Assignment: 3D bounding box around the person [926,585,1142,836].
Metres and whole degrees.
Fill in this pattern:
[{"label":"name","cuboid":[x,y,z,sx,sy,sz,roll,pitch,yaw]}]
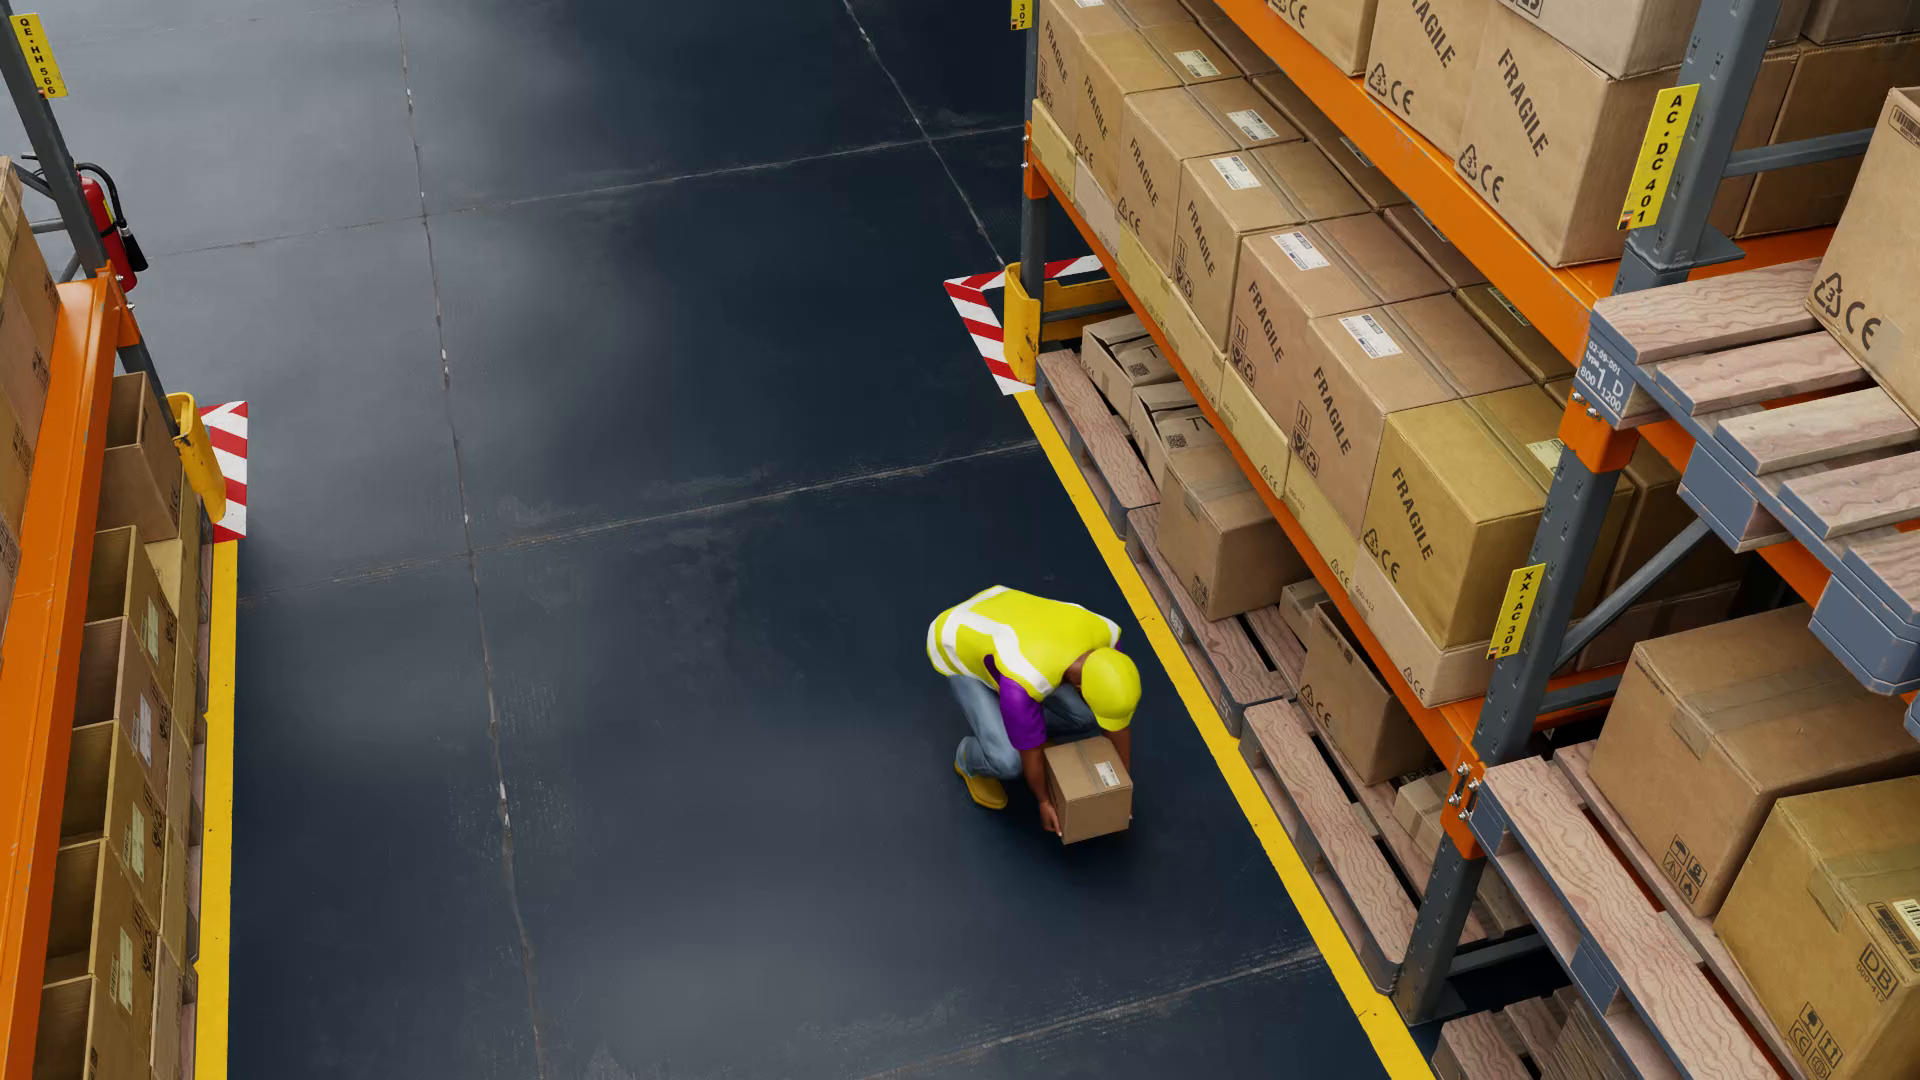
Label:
[{"label":"person","cuboid":[0.291,0.587,6.058,0.532,1.011,0.927,-26,48,-26]}]
